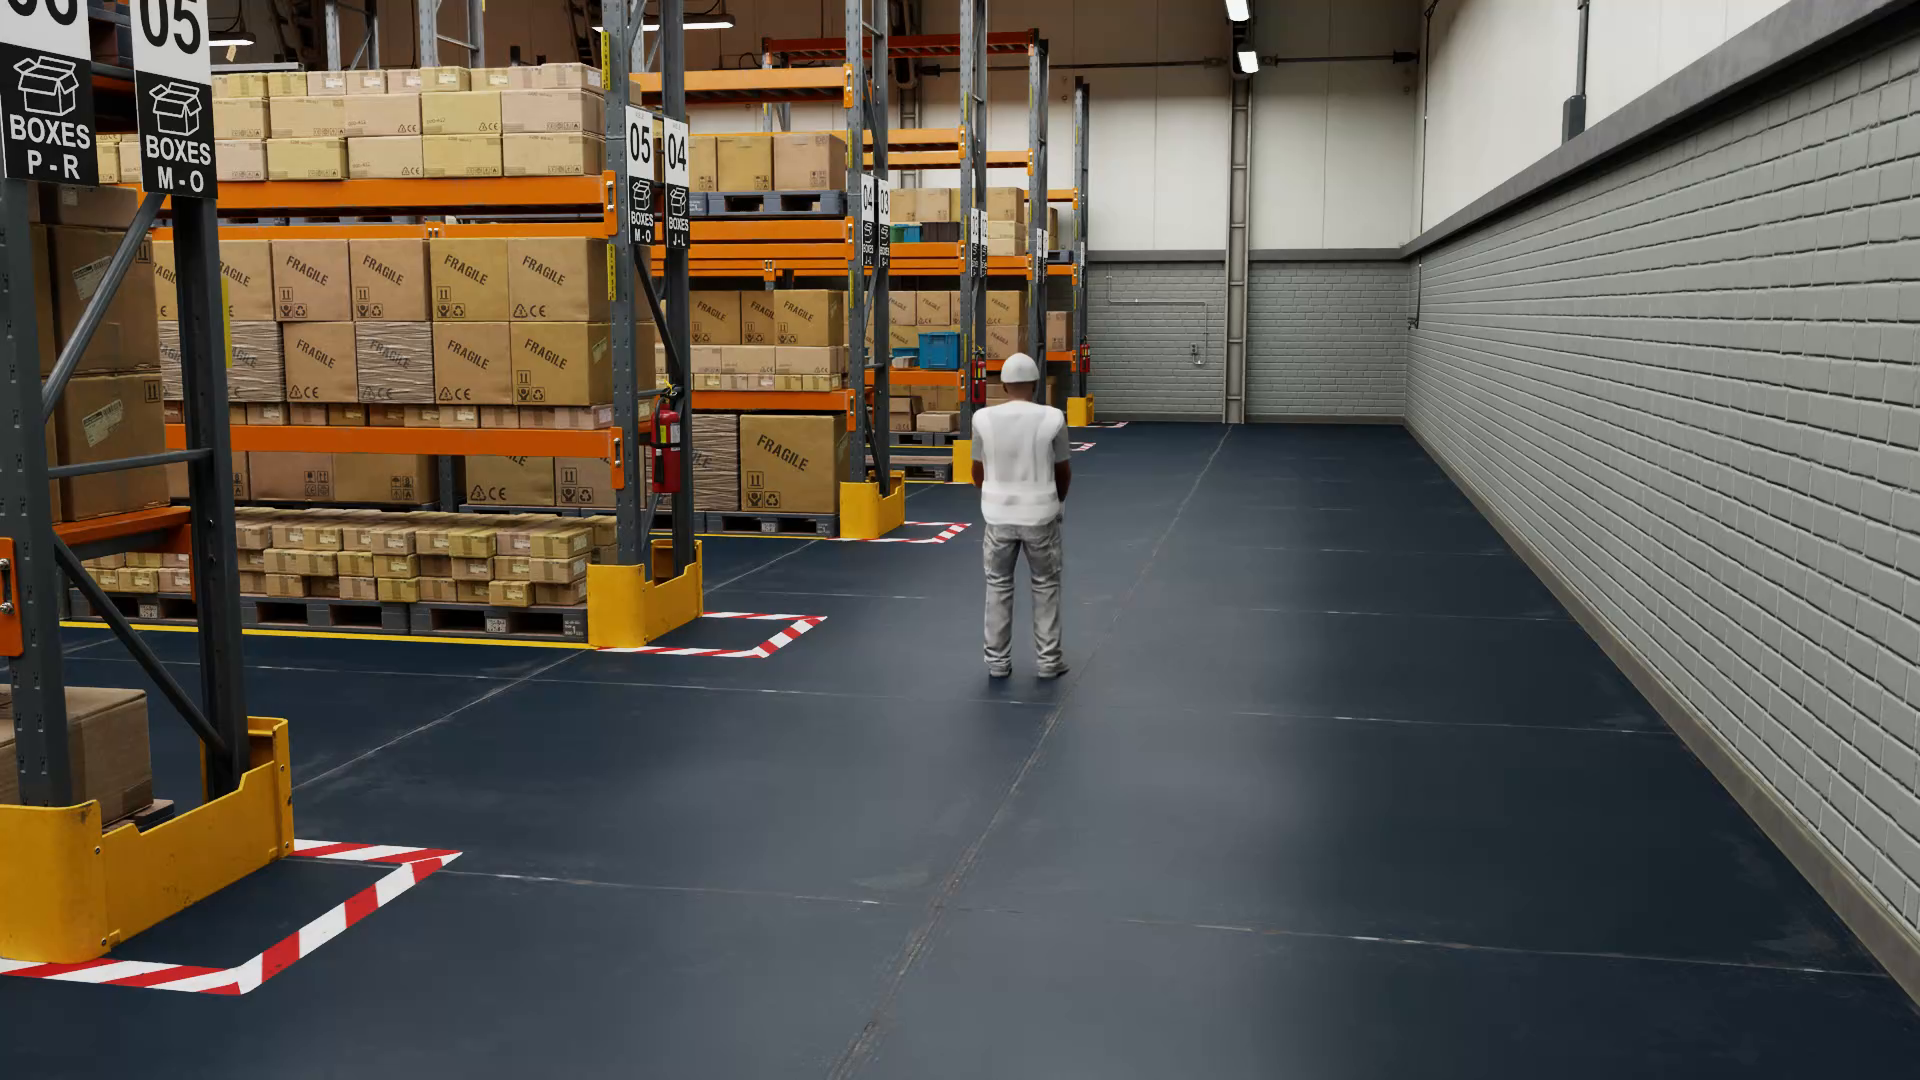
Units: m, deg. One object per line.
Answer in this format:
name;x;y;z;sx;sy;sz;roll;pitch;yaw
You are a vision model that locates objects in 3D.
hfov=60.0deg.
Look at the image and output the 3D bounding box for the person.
person;0.340;-0.136;9.209;0.555;1.787;0.469;1;8;10
